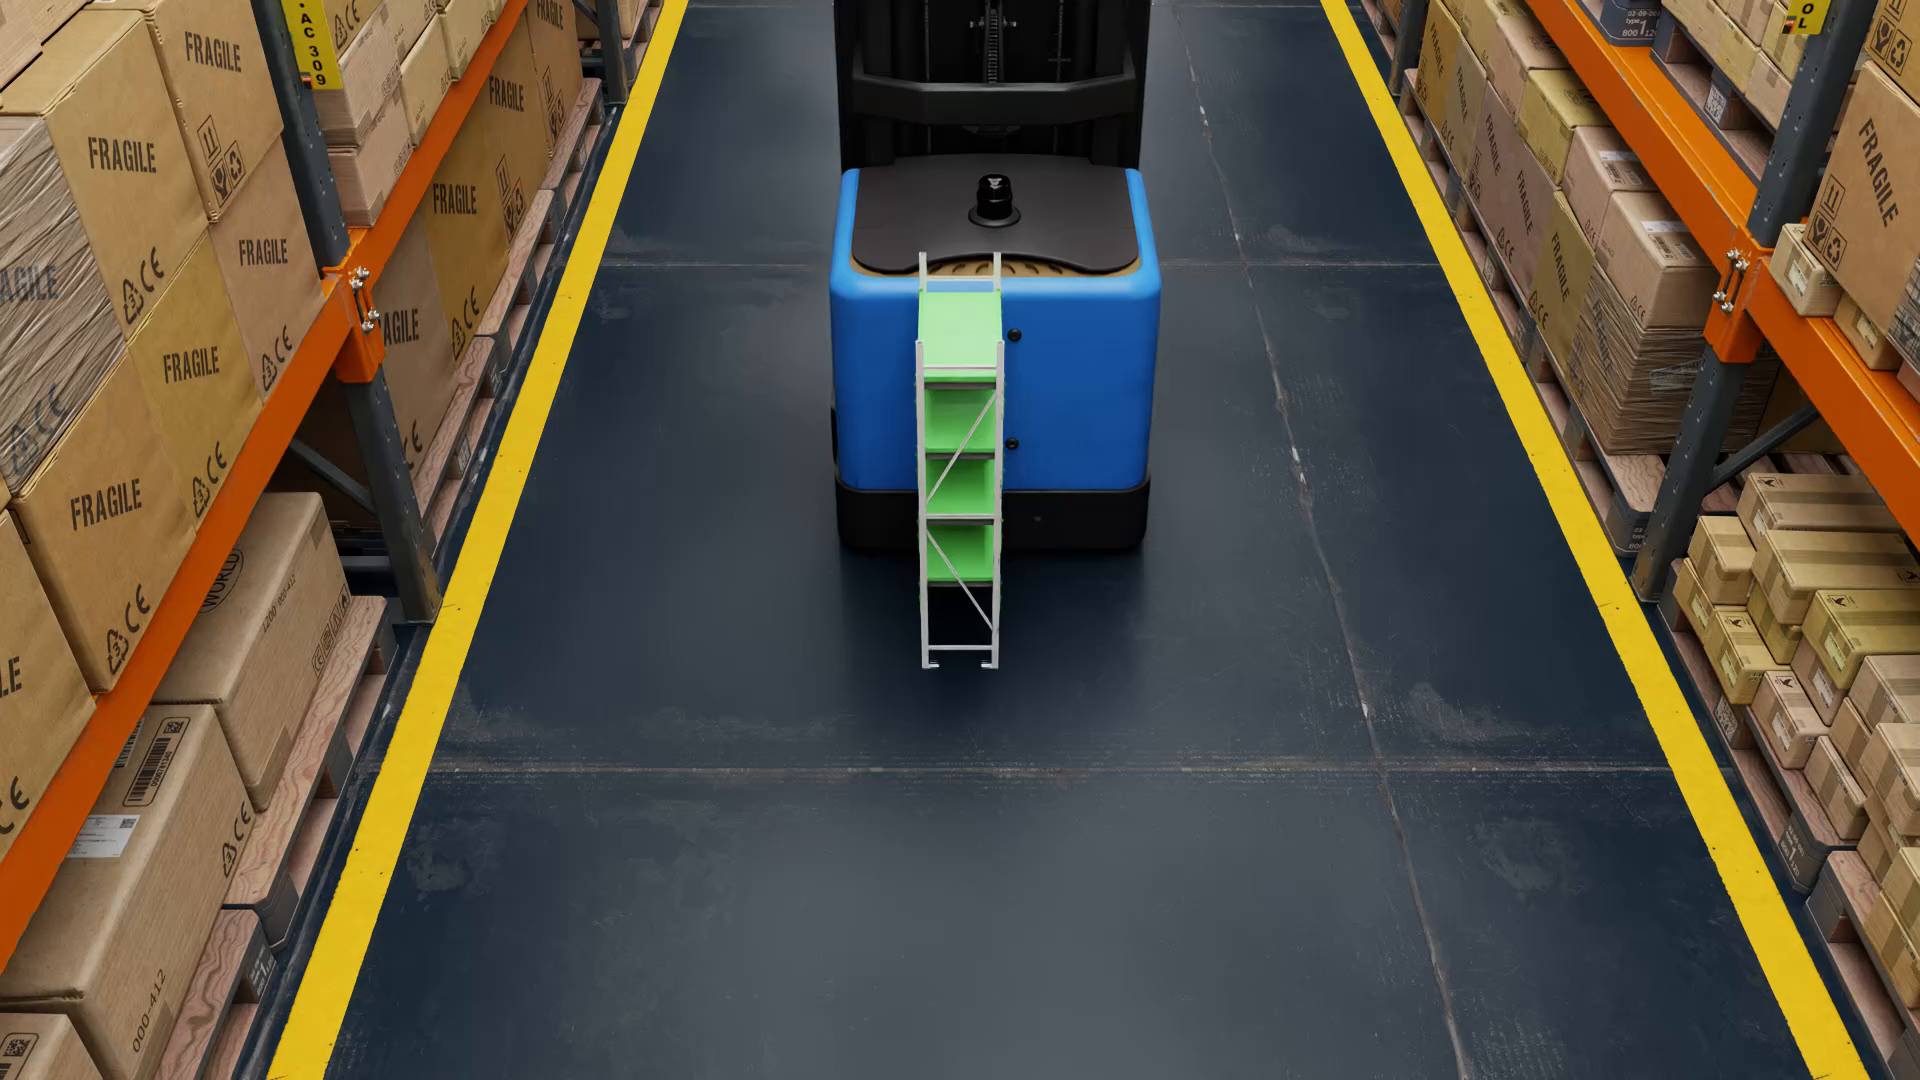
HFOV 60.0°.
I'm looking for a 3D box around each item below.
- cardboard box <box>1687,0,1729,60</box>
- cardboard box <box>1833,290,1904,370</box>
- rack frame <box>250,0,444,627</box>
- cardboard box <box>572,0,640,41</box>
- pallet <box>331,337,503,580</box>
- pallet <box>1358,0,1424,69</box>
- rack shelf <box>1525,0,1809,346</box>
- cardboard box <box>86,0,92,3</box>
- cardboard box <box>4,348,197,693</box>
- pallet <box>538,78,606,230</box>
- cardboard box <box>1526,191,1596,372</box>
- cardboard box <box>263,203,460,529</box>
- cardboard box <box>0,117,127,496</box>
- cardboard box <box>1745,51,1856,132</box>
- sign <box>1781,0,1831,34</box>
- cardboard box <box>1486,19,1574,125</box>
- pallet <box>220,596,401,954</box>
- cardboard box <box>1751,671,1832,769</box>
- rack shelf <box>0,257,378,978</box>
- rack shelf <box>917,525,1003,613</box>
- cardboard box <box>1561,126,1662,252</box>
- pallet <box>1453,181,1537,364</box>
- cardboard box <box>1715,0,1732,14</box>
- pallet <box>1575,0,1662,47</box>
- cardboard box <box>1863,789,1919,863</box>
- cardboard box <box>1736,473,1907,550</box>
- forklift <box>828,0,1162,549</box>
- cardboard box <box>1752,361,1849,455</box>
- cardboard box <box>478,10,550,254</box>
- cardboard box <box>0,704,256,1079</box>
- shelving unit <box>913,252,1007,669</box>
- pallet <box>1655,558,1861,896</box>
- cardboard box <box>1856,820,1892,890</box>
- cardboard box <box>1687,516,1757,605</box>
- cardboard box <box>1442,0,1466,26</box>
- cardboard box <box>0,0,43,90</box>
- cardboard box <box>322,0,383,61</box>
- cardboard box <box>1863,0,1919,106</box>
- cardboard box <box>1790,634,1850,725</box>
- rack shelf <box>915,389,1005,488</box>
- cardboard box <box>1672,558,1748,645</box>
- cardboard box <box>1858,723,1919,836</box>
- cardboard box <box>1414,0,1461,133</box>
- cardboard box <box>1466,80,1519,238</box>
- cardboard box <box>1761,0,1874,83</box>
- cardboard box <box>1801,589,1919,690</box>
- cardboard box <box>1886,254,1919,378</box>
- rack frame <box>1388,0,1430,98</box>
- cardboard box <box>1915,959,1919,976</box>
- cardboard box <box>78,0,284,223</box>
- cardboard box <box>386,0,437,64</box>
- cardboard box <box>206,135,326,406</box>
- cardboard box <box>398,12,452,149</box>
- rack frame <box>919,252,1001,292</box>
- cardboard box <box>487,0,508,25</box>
[{"bbox_3d":[2.545,-1.628,5.248,0.380,0.149,0.250,0,39,0],"label":"cardboard box"},{"bbox_3d":[2.490,-0.559,4.249,0.380,0.149,0.250,1,39,1],"label":"cardboard box"},{"bbox_3d":[-2.207,-0.929,4.511,1.000,3.000,0.127,0,39,0],"label":"rack frame"},{"bbox_3d":[-2.203,-2.922,8.763,0.950,0.372,0.625,-2,39,-3],"label":"cardboard box"},{"bbox_3d":[-2.284,-0.323,5.985,1.003,0.211,1.213,0,39,0],"label":"pallet"},{"bbox_3d":[2.812,-2.902,9.202,1.003,0.211,1.213,0,39,0],"label":"pallet"},{"bbox_3d":[2.740,-1.966,6.379,1.077,0.370,4.000,0,39,0],"label":"rack shelf"},{"bbox_3d":[-1.997,-1.254,3.518,0.380,0.149,0.250,1,39,1],"label":"cardboard box"},{"bbox_3d":[-1.930,-0.042,3.324,0.500,0.500,0.500,-1,39,-1],"label":"cardboard box"},{"bbox_3d":[-2.286,-1.849,7.889,1.003,0.211,1.213,0,39,0],"label":"pallet"},{"bbox_3d":[2.489,-0.968,6.222,0.500,0.500,0.500,-1,39,-1],"label":"cardboard box"},{"bbox_3d":[-2.288,-0.651,5.527,0.875,0.875,0.875,1,39,1],"label":"cardboard box"},{"bbox_3d":[-1.928,-0.428,3.005,0.500,0.500,0.500,0,39,1],"label":"cardboard box"},{"bbox_3d":[2.544,-1.310,4.851,0.380,0.149,0.250,-1,39,-1],"label":"cardboard box"},{"bbox_3d":[2.187,-1.445,4.228,0.100,0.325,0.005,0,39,0],"label":"sign"},{"bbox_3d":[2.485,-1.920,6.811,0.500,0.250,0.500,0,39,0],"label":"cardboard box"},{"bbox_3d":[-2.285,0.635,4.789,1.003,0.211,1.213,0,39,0],"label":"pallet"},{"bbox_3d":[2.474,0.503,4.668,0.380,0.149,0.250,0,39,0],"label":"cardboard box"},{"bbox_3d":[-2.205,0.603,3.175,1.077,0.370,4.000,0,39,0],"label":"rack shelf"},{"bbox_3d":[0.000,0.017,5.255,0.258,0.148,0.480,0,39,0],"label":"rack shelf"},{"bbox_3d":[2.502,-1.264,5.992,0.500,0.250,0.500,2,39,2],"label":"cardboard box"},{"bbox_3d":[2.736,-1.159,7.028,1.003,0.211,1.213,0,39,0],"label":"pallet"},{"bbox_3d":[2.546,-1.746,5.158,0.380,0.149,0.250,2,39,2],"label":"cardboard box"},{"bbox_3d":[2.781,-2.184,6.230,1.003,0.211,1.213,0,39,0],"label":"pallet"},{"bbox_3d":[2.523,0.715,4.165,0.380,0.149,0.250,2,39,2],"label":"cardboard box"},{"bbox_3d":[2.536,-0.064,4.899,0.380,0.149,0.250,1,39,2],"label":"cardboard box"},{"bbox_3d":[0.109,-2.005,5.908,1.130,2.935,3.031,0,39,0],"label":"forklift"},{"bbox_3d":[3.007,-0.646,5.821,0.500,0.500,0.500,1,39,2],"label":"cardboard box"},{"bbox_3d":[-2.297,-1.775,6.930,0.875,0.875,0.875,0,39,1],"label":"cardboard box"},{"bbox_3d":[-2.312,0.860,3.992,0.875,0.438,0.875,-1,39,-1],"label":"cardboard box"},{"bbox_3d":[0.000,-0.220,5.065,0.258,1.200,0.503,0,39,0],"label":"shelving unit"},{"bbox_3d":[2.779,0.512,4.942,1.003,0.211,1.213,0,39,0],"label":"pallet"},{"bbox_3d":[2.560,0.830,4.260,0.380,0.149,0.250,-2,39,-2],"label":"cardboard box"},{"bbox_3d":[2.423,0.064,4.978,0.380,0.149,0.250,2,39,2],"label":"cardboard box"},{"bbox_3d":[2.497,-2.547,7.593,0.500,0.250,0.500,-2,39,-2],"label":"cardboard box"},{"bbox_3d":[-1.988,-0.940,3.126,0.380,0.149,0.250,0,39,0],"label":"cardboard box"},{"bbox_3d":[-1.920,-1.633,4.510,0.500,0.500,0.500,0,39,0],"label":"cardboard box"},{"bbox_3d":[2.499,-1.259,3.805,0.500,0.500,0.500,1,39,1],"label":"cardboard box"},{"bbox_3d":[2.549,0.374,4.590,0.380,0.149,0.250,0,39,0],"label":"cardboard box"},{"bbox_3d":[0.000,-0.357,4.955,0.258,0.148,0.480,0,39,0],"label":"rack shelf"},{"bbox_3d":[2.422,0.181,5.070,0.380,0.149,0.250,-2,39,-2],"label":"cardboard box"},{"bbox_3d":[2.468,0.589,4.084,0.380,0.149,0.250,1,39,1],"label":"cardboard box"},{"bbox_3d":[2.484,-2.243,7.813,0.500,0.500,0.500,-2,39,-2],"label":"cardboard box"},{"bbox_3d":[2.493,-1.608,7.020,0.500,0.500,0.500,-1,39,-1],"label":"cardboard box"},{"bbox_3d":[2.545,-1.426,4.758,0.380,0.149,0.250,1,39,1],"label":"cardboard box"},{"bbox_3d":[2.526,0.267,4.487,0.380,0.149,0.250,-1,39,-1],"label":"cardboard box"},{"bbox_3d":[2.499,-0.531,3.697,0.500,0.500,0.500,0,39,0],"label":"cardboard box"},{"bbox_3d":[2.738,-3.497,7.715,1.000,3.000,0.127,0,39,0],"label":"rack frame"},{"bbox_3d":[2.435,1.027,3.776,0.380,0.149,0.250,0,39,0],"label":"cardboard box"},{"bbox_3d":[-1.931,-1.063,3.799,0.500,0.500,0.500,0,39,0],"label":"cardboard box"},{"bbox_3d":[-1.955,-1.667,5.152,0.500,0.250,0.500,1,39,1],"label":"cardboard box"},{"bbox_3d":[-1.951,-0.678,4.118,0.500,0.500,0.500,0,39,0],"label":"cardboard box"},{"bbox_3d":[-1.946,-1.469,5.305,0.500,0.250,0.500,-1,39,-1],"label":"cardboard box"},{"bbox_3d":[0.000,-0.373,5.255,0.240,1.200,0.015,0,39,0],"label":"rack frame"},{"bbox_3d":[-1.922,-2.102,6.095,0.500,0.250,0.500,-1,39,-1],"label":"cardboard box"}]
